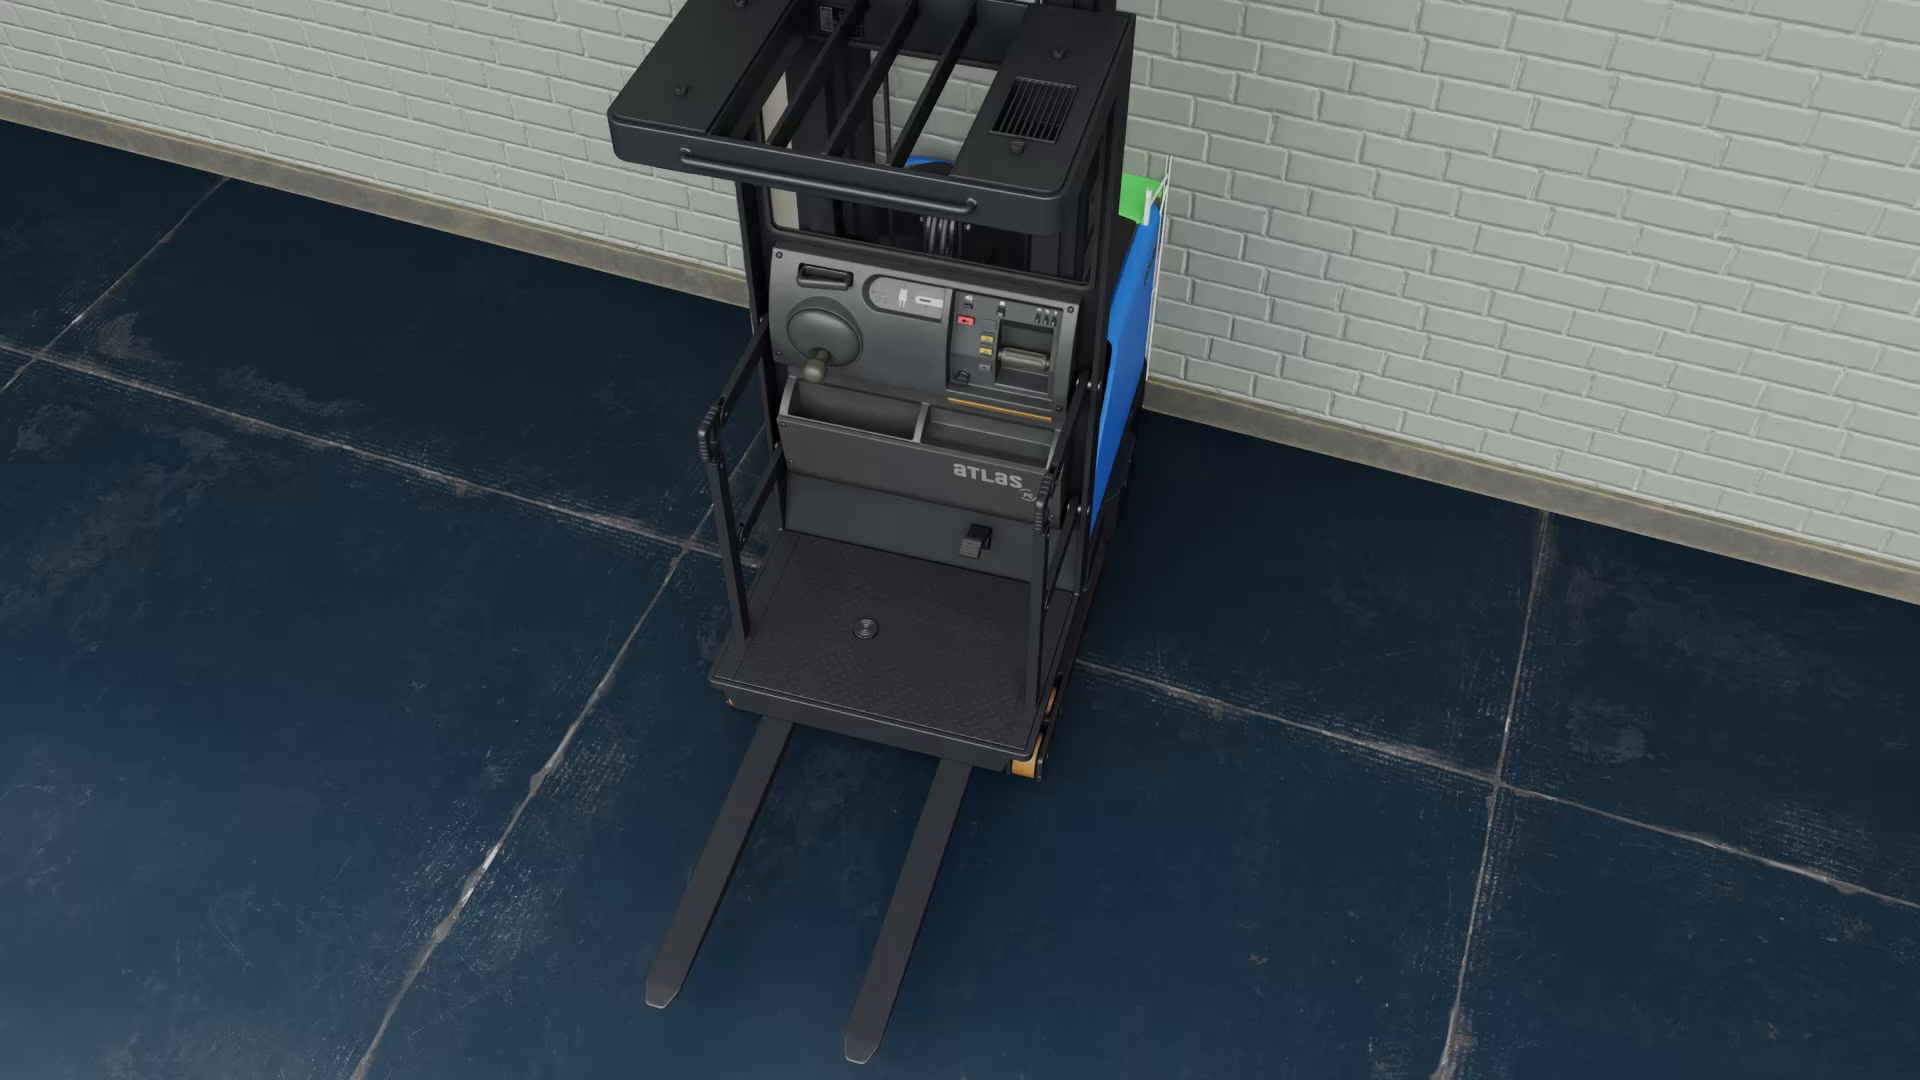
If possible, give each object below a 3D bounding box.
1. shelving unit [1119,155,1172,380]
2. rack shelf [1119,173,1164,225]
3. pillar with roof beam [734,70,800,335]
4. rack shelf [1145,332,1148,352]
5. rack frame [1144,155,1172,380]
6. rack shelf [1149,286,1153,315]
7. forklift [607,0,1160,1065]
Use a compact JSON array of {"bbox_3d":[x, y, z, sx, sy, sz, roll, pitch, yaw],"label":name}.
[{"bbox_3d":[0.468,-0.946,6.261,0.503,1.200,0.258,18,51,15],"label":"shelving unit"},{"bbox_3d":[0.467,-1.223,5.950,0.480,0.148,0.258,18,51,15],"label":"rack shelf"},{"bbox_3d":[-2.104,-0.710,0.910,0.400,9.000,9.100,16,51,13],"label":"pillar with roof beam"},{"bbox_3d":[0.468,-0.744,6.487,0.480,0.148,0.258,18,51,15],"label":"rack shelf"},{"bbox_3d":[0.691,-0.874,6.196,0.015,1.200,0.240,18,51,15],"label":"rack frame"},{"bbox_3d":[0.468,-0.904,6.308,0.480,0.148,0.258,18,51,15],"label":"rack shelf"},{"bbox_3d":[-0.172,-0.507,4.749,1.130,2.935,3.031,12,50,10],"label":"forklift"}]
